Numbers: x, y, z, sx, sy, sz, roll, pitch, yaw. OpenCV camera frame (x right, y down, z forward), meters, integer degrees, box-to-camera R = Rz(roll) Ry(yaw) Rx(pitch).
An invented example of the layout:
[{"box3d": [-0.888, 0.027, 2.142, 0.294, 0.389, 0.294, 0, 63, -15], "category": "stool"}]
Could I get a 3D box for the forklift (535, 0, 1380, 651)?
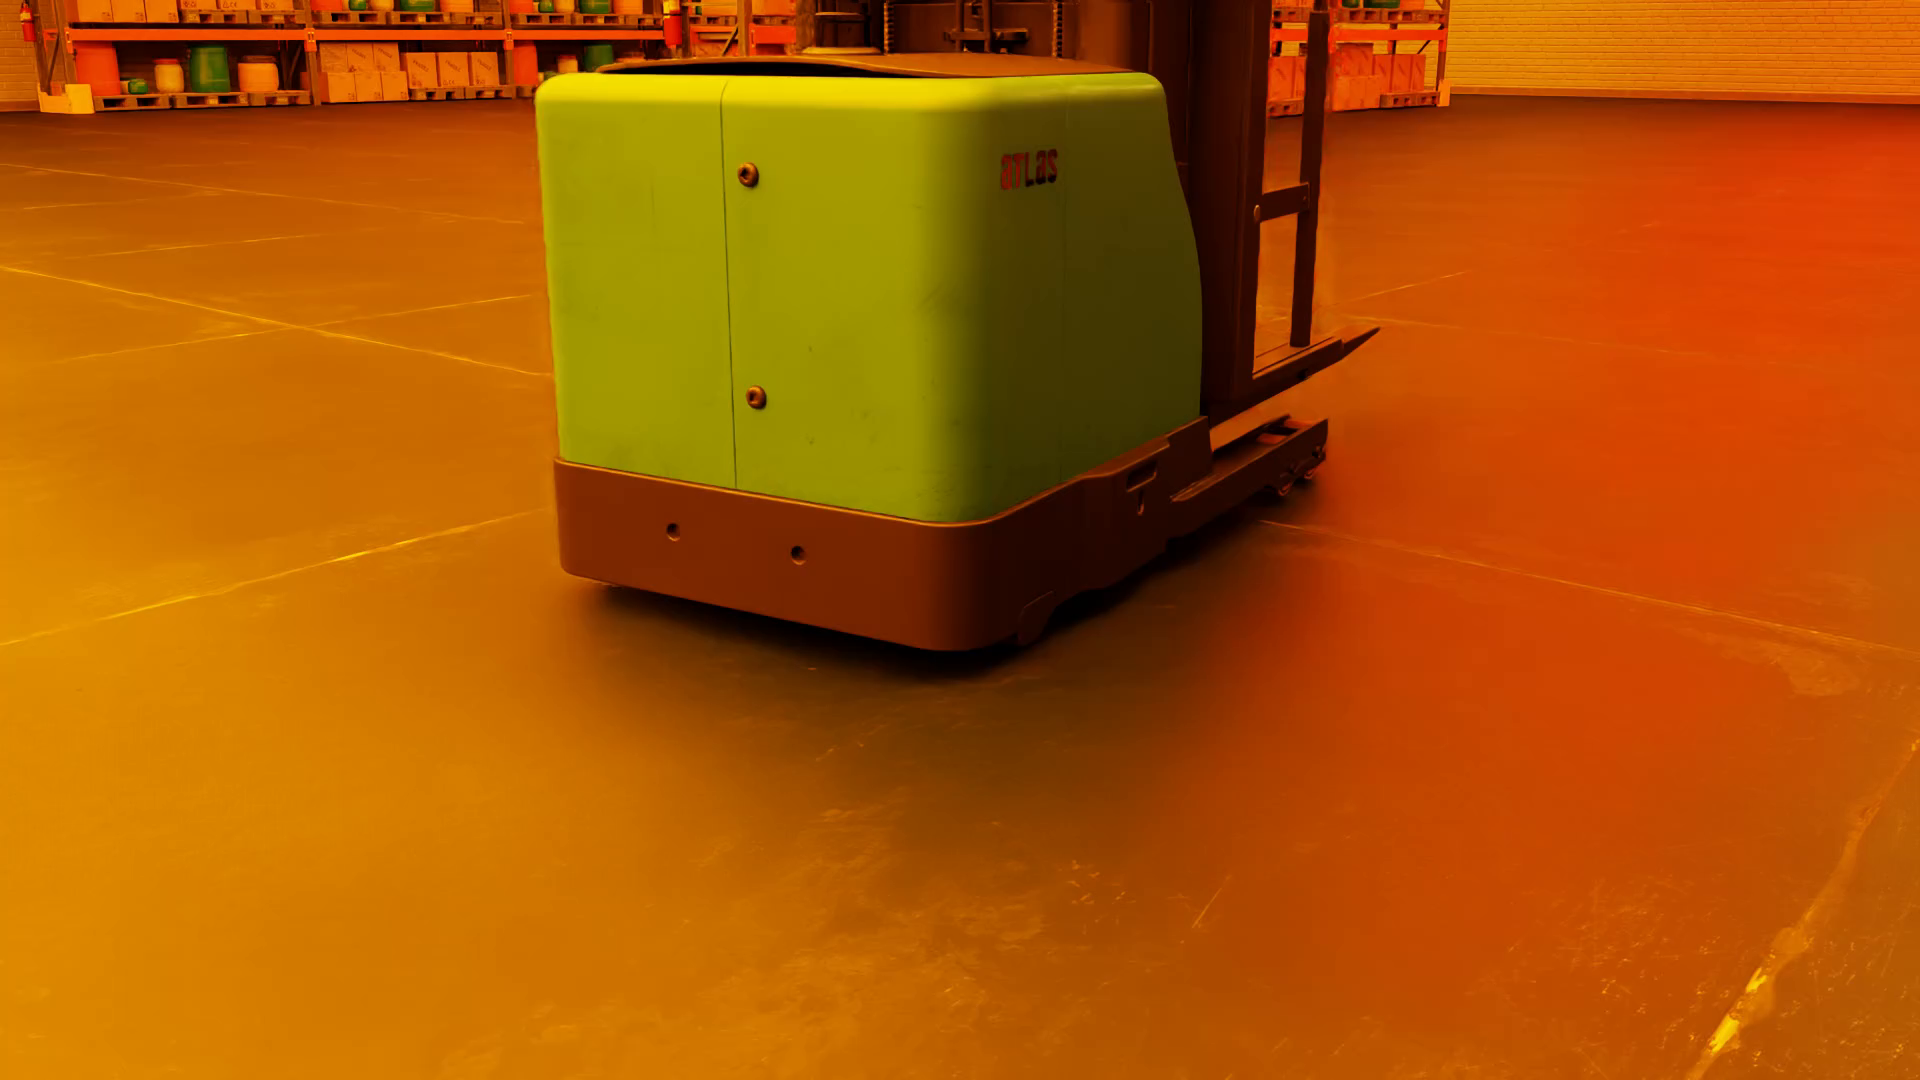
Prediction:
[{"box3d": [0.337, -1.575, 4.084, 1.130, 2.935, 3.031, 10, 19, 29], "category": "forklift"}]
